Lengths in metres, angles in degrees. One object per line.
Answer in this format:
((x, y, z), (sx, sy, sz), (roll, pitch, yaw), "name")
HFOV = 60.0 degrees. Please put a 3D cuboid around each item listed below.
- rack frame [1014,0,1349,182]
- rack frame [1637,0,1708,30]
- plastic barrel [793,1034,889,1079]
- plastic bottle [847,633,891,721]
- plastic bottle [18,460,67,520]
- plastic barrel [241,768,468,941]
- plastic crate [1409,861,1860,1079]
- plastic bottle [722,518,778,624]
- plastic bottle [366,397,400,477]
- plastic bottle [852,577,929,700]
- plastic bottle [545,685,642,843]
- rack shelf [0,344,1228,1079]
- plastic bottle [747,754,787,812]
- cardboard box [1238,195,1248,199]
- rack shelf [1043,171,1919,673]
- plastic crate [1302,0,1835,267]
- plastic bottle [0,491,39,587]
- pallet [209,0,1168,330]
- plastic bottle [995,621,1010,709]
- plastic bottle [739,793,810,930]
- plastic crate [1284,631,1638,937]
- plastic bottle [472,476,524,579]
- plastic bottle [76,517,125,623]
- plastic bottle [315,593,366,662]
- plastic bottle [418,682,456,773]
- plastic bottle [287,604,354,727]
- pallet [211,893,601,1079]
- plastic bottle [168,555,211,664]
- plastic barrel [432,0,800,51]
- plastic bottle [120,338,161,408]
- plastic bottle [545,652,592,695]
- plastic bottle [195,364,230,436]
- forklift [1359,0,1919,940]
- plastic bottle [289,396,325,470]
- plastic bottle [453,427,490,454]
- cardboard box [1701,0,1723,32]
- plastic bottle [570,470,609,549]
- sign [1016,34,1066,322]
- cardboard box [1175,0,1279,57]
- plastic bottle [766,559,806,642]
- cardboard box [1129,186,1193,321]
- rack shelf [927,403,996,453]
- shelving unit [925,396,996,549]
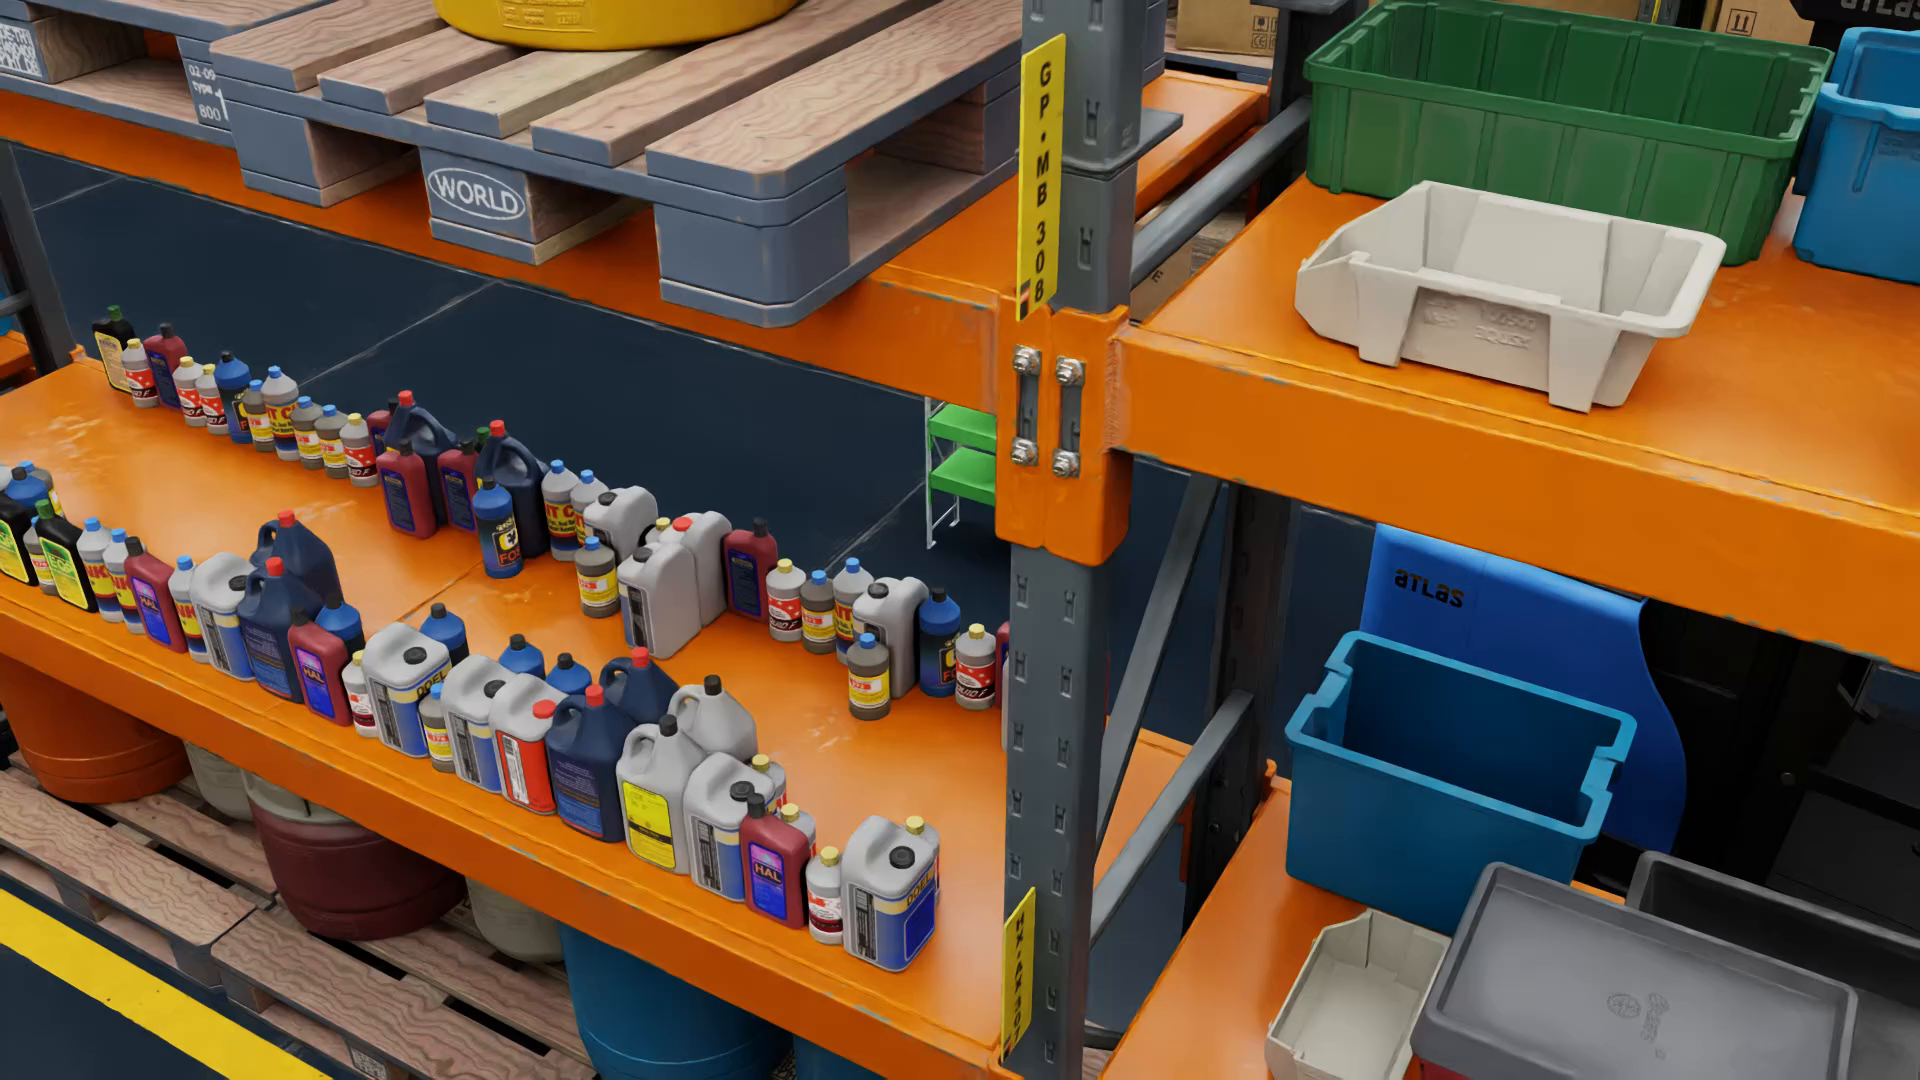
((0.369, -1.932, 1.532), (0.127, 3.000, 1.000), (18, 37, 24), "rack frame")
((2.830, -1.818, 6.773), (0.127, 3.000, 1.000), (18, 37, 24), "rack frame")
((-0.094, 1.106, 3.897), (0.708, 0.901, 0.600), (18, 37, 24), "plastic barrel")
((-0.207, 0.302, 3.770), (0.097, 0.201, 0.097), (0, 34, 0), "plastic bottle")
((-2.441, -0.116, 4.397), (0.097, 0.201, 0.097), (0, 34, 0), "plastic bottle")
((-1.690, 0.731, 4.743), (0.708, 0.588, 0.600), (18, 37, 24), "plastic barrel")
((1.020, 0.880, 2.611), (0.583, 0.464, 0.402), (18, 37, 24), "plastic crate")
((-0.508, 0.063, 4.054), (0.133, 0.283, 0.061), (18, 37, 24), "plastic bottle")
((-1.548, -0.266, 4.549), (0.133, 0.283, 0.061), (18, 37, 24), "plastic bottle")
((-0.161, 0.205, 3.847), (0.135, 0.276, 0.152), (18, 37, 24), "plastic bottle")
((-0.751, 0.439, 3.428), (0.185, 0.351, 0.144), (18, 37, 24), "plastic bottle")
((-1.367, 0.314, 4.221), (4.000, 0.370, 1.077), (18, 37, 24), "rack shelf")
((-0.405, 0.529, 3.428), (0.097, 0.201, 0.097), (0, 34, 0), "plastic bottle")
((1.633, -1.493, 8.144), (0.500, 0.500, 0.500), (18, 38, 25), "cardboard box")
((2.106, 0.166, 1.737), (4.000, 0.370, 1.077), (18, 37, 24), "rack shelf")
((0.887, -0.624, 2.466), (0.662, 0.188, 0.450), (18, 37, 24), "plastic crate")
((-2.393, -0.026, 4.188), (0.133, 0.283, 0.061), (18, 37, 24), "plastic bottle")
((-0.360, -0.773, 2.669), (1.003, 0.211, 1.213), (18, 37, 24), "pallet")
((0.147, 0.271, 3.742), (0.133, 0.283, 0.061), (18, 37, 24), "plastic bottle")
((-0.357, 0.619, 3.219), (0.133, 0.283, 0.061), (18, 37, 24), "plastic bottle")
((0.944, 0.511, 3.237), (0.575, 0.384, 0.392), (18, 37, 24), "plastic crate")
((-1.176, -0.040, 4.219), (0.097, 0.271, 0.097), (0, 34, 0), "plastic bottle")
((-2.083, 0.066, 4.061), (0.097, 0.271, 0.097), (0, 34, 0), "plastic bottle")
((-1.406, 0.241, 3.798), (0.097, 0.271, 0.097), (0, 34, 0), "plastic bottle")
((-1.119, 0.400, 3.622), (0.097, 0.201, 0.097), (0, 34, 0), "plastic bottle")
((-1.430, 0.279, 3.730), (0.133, 0.283, 0.061), (18, 37, 24), "plastic bottle")
((-1.343, 1.158, 4.820), (1.213, 0.211, 1.003), (18, 37, 24), "pallet")
((-1.798, 0.156, 3.926), (0.097, 0.271, 0.097), (0, 34, 0), "plastic bottle")
((-0.524, -1.090, 2.426), (0.600, 0.588, 0.600), (0, 34, 0), "plastic barrel")
((-2.449, -0.506, 4.983), (0.097, 0.201, 0.097), (0, 34, 0), "plastic bottle")
((-0.842, 0.361, 3.617), (0.097, 0.271, 0.097), (0, 34, 0), "plastic bottle")
((-2.165, -0.416, 4.847), (0.097, 0.201, 0.097), (0, 34, 0), "plastic bottle")
((2.716, -0.123, 4.290), (3.031, 2.935, 1.130), (22, 39, 29), "forklift")
((-1.826, -0.309, 4.686), (0.097, 0.201, 0.097), (0, 34, 0), "plastic bottle")
((-1.272, -0.179, 4.417), (0.133, 0.283, 0.061), (18, 37, 24), "plastic bottle")
((4.656, -3.599, 11.009), (0.750, 0.750, 0.750), (18, 38, 25), "cardboard box")
((-0.936, -0.056, 4.243), (0.097, 0.271, 0.097), (0, 34, 0), "plastic bottle")
((0.095, -0.423, 1.965), (0.005, 0.325, 0.100), (18, 37, 24), "sign")
((1.266, -2.490, 7.314), (0.500, 0.500, 0.700), (8, 35, 12), "cardboard box")
((-0.417, 0.138, 4.016), (0.097, 0.201, 0.097), (0, 34, 0), "plastic bottle")
((0.957, -1.375, 7.967), (0.500, 0.500, 0.500), (16, 37, 23), "cardboard box")
((0.144, -0.401, 6.384), (0.480, 0.148, 0.258), (18, 37, 24), "rack shelf")
((0.144, -0.454, 6.349), (0.503, 1.200, 0.258), (18, 37, 24), "shelving unit")
